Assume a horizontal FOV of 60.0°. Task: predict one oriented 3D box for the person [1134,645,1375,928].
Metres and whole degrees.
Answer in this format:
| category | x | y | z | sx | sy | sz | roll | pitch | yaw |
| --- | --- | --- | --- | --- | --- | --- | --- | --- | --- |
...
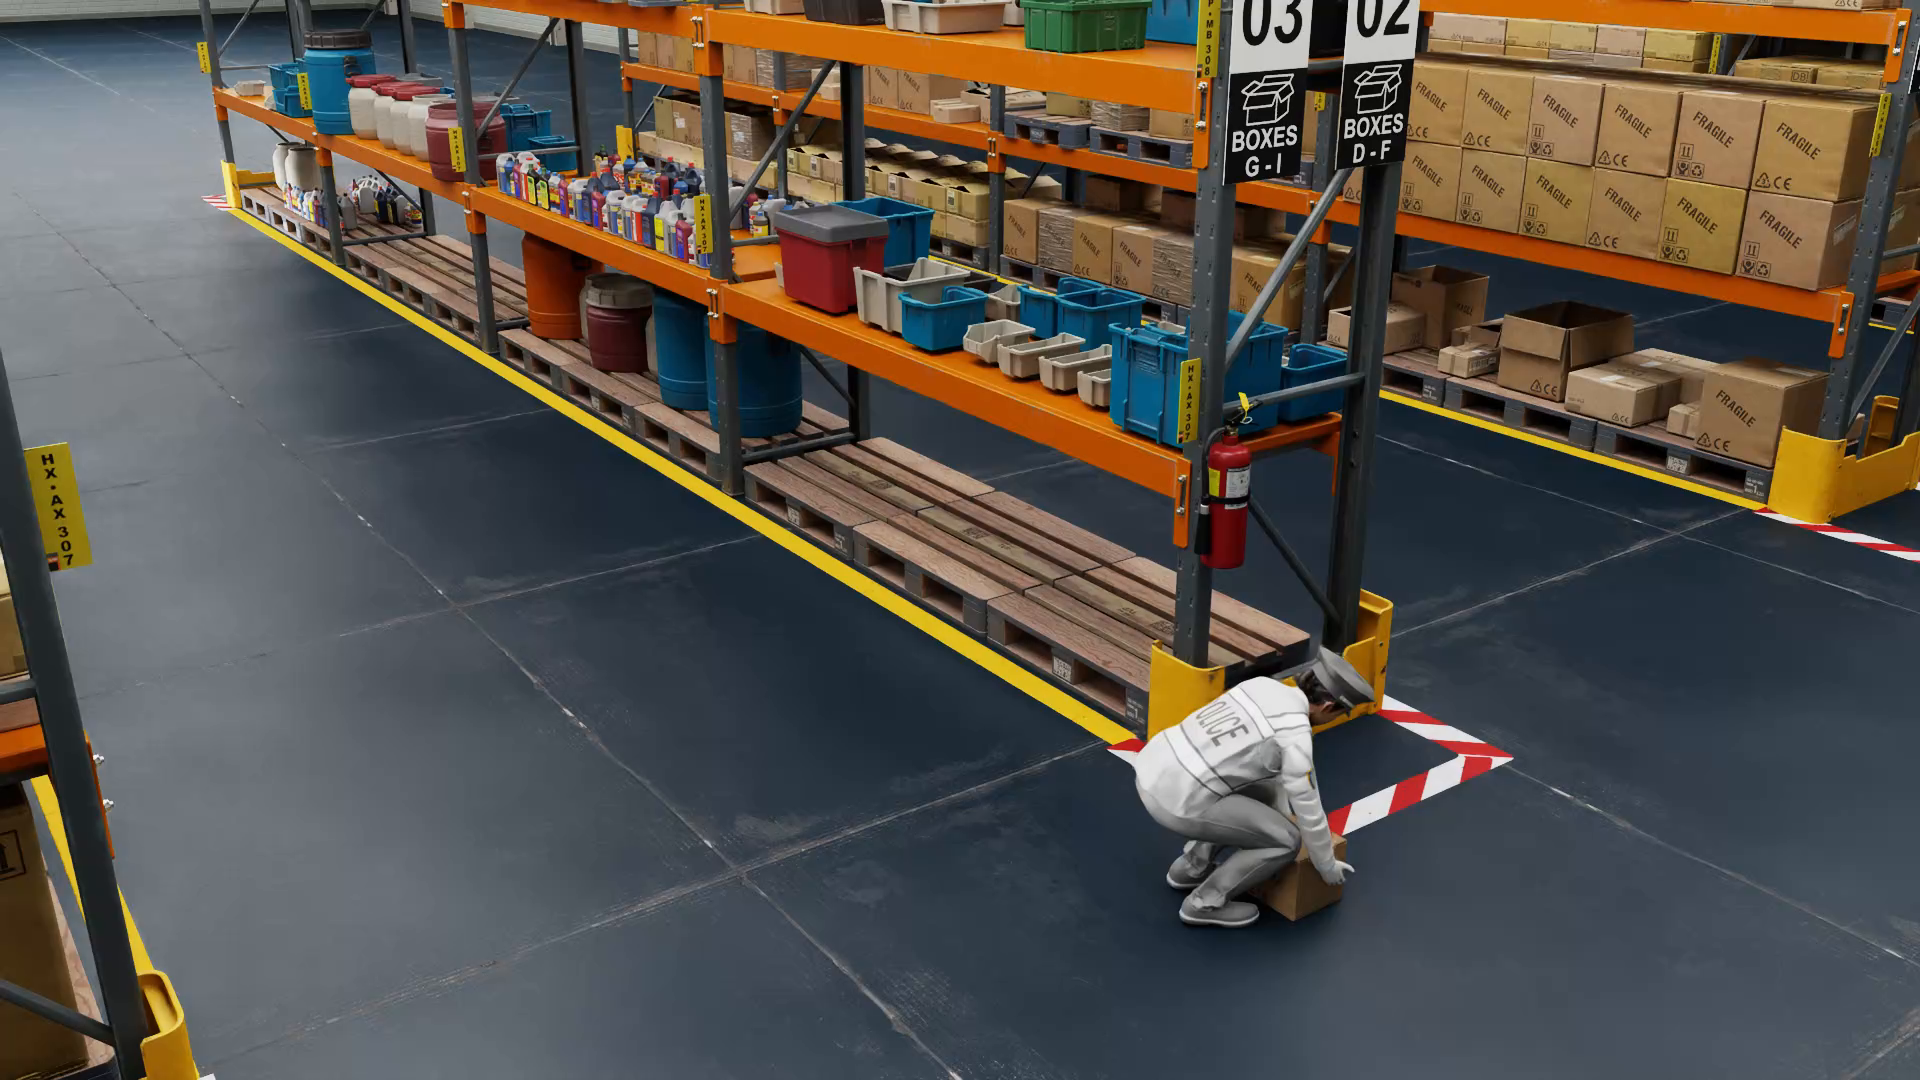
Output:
| category | x | y | z | sx | sy | sz | roll | pitch | yaw |
| --- | --- | --- | --- | --- | --- | --- | --- | --- | --- |
| person | 1.037 | 0.857 | 5.892 | 0.847 | 0.951 | 0.488 | -2 | 22 | -5 |
